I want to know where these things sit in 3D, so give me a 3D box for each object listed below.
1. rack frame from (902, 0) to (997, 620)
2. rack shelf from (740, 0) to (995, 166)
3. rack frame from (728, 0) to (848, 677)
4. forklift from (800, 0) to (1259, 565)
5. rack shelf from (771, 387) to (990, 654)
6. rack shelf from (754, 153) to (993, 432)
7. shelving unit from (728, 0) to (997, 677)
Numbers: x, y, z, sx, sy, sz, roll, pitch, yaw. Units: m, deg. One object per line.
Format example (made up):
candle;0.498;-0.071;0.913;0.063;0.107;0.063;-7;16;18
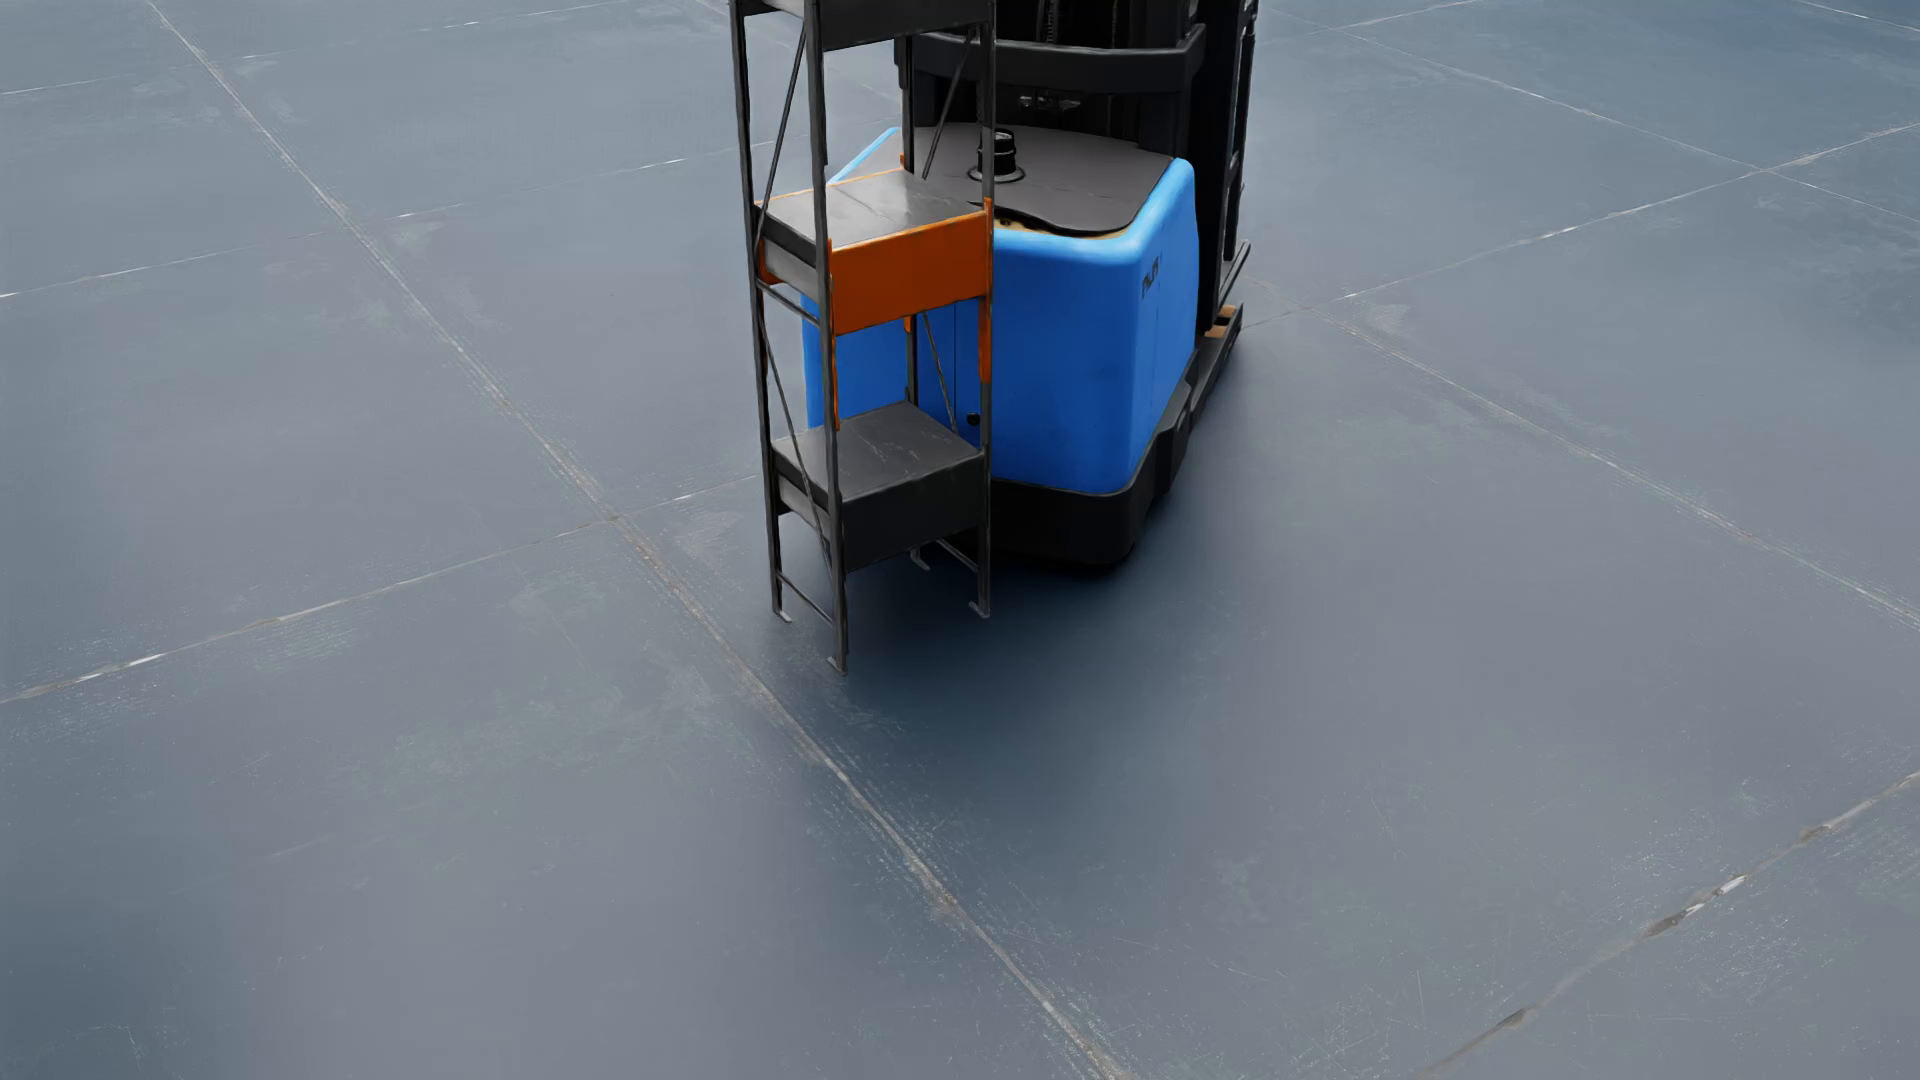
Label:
rack frame;-0.033;-0.743;4.460;0.015;2.100;0.400;-20;38;-29
rack shelf;-0.234;-1.249;3.976;0.480;0.518;0.431;-20;38;-29
rack frame;-0.434;-0.595;4.225;0.015;2.100;0.400;-20;38;-29
forklift;0.459;-1.944;5.584;1.130;2.935;3.031;10;34;15
rack shelf;-0.234;-0.065;4.723;0.480;0.518;0.431;-20;38;-29
rack shelf;-0.234;-0.657;4.350;0.480;0.518;0.431;-20;38;-29
shelving unit;-0.234;-0.669;4.342;0.503;2.100;0.431;-20;38;-29
